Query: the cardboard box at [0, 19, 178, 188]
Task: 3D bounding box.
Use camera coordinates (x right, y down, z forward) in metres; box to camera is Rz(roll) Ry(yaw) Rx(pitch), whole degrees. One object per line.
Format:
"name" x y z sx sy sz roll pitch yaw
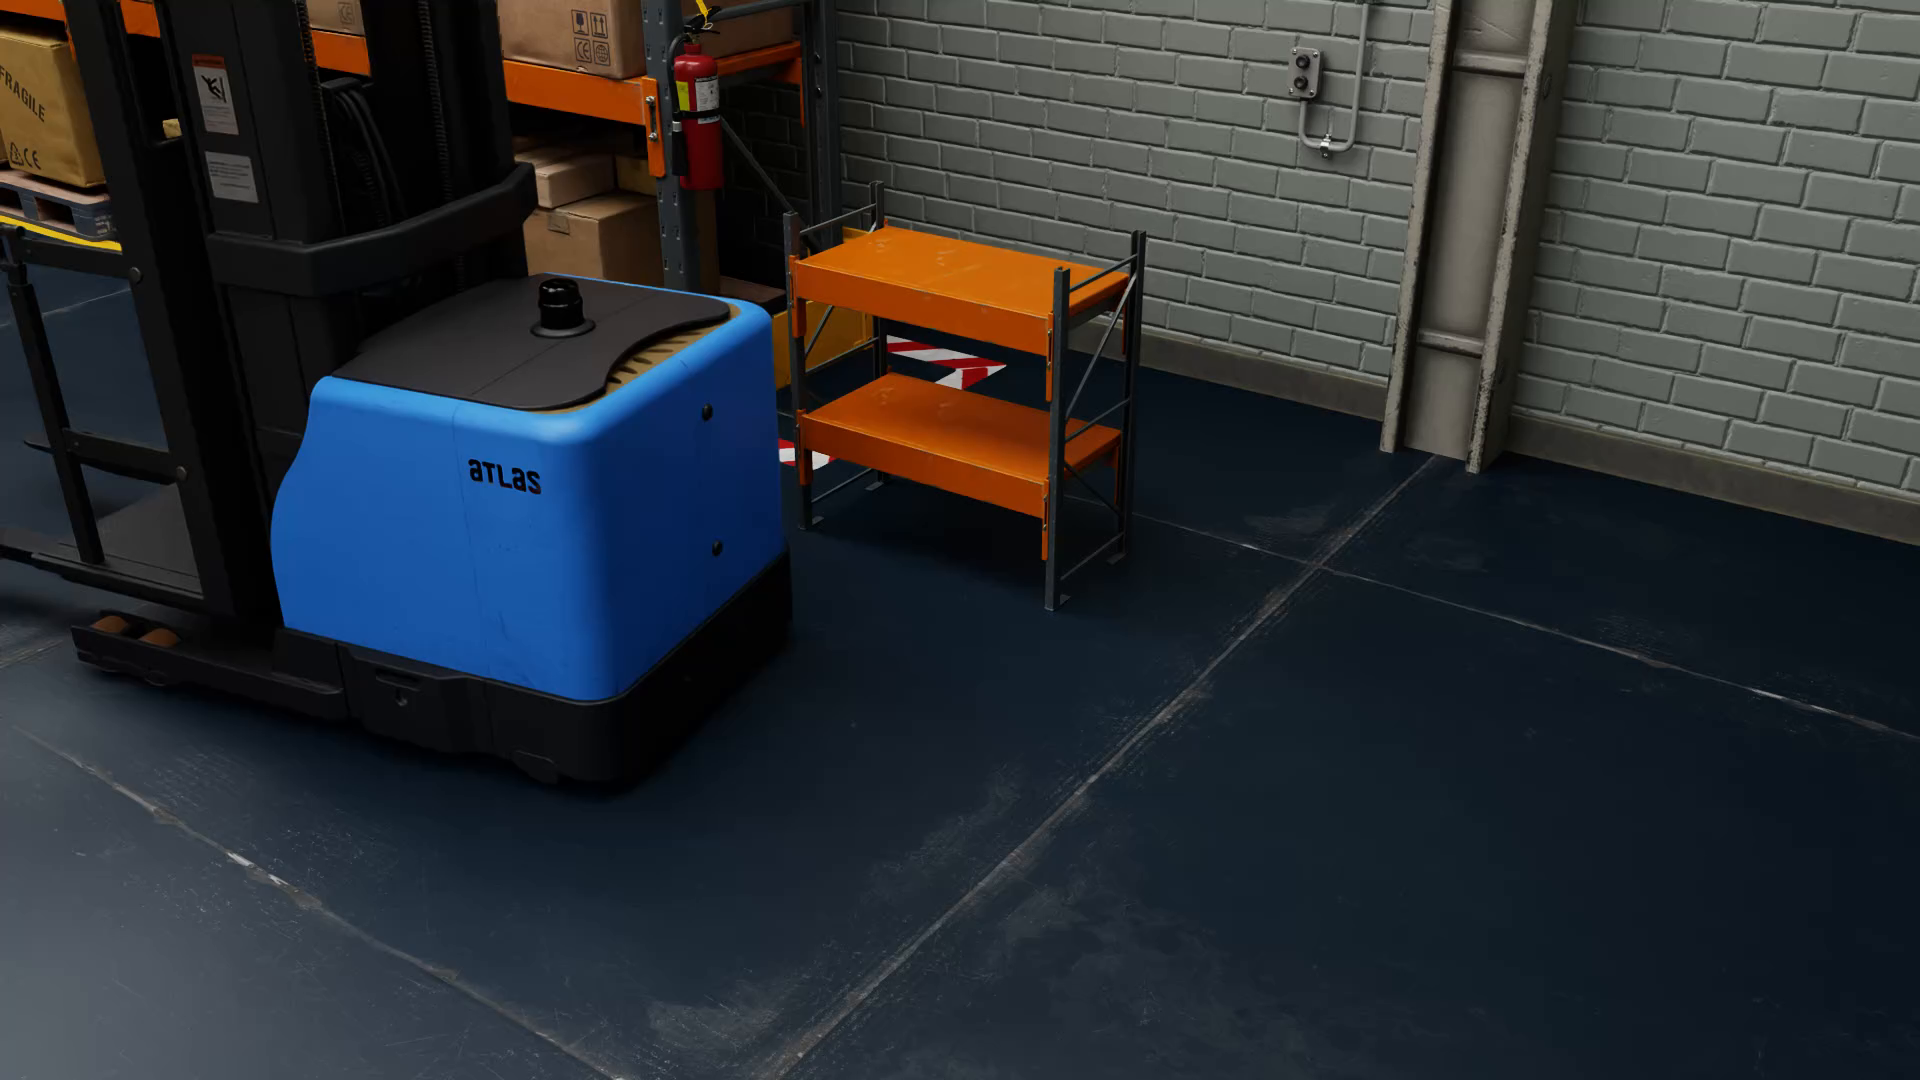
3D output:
"cardboard box" -4.750 -2.437 9.138 0.750 0.750 0.750 18 32 31

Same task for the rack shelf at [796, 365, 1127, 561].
"rack shelf" 0.006 -0.282 5.602 1.000 0.278 0.538 17 32 30

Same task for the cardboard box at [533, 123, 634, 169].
"cardboard box" -1.679 -1.739 7.438 0.250 0.149 0.380 17 32 30

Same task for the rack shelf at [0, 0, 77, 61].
"rack shelf" -5.789 -3.282 9.686 4.000 0.370 1.077 17 32 30

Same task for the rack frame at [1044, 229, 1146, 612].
"rack frame" 0.425 -0.369 5.235 0.032 1.125 0.500 17 32 30

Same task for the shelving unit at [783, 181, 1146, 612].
"shelving unit" 0.006 -0.500 5.491 1.048 1.125 0.538 17 32 30

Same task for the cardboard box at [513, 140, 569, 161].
"cardboard box" -1.897 -1.597 7.159 0.250 0.149 0.380 18 32 32

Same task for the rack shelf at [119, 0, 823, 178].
"rack shelf" -2.492 -2.255 7.667 4.000 0.370 1.077 17 32 30

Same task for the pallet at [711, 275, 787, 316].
"pallet" -1.547 -0.996 7.474 1.213 0.211 1.003 17 32 30

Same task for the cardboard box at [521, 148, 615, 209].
"cardboard box" -1.686 -1.532 7.030 0.250 0.149 0.380 17 31 30

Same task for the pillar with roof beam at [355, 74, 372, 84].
"pillar with roof beam" -5.511 -4.297 4.272 0.400 9.000 9.100 17 32 30

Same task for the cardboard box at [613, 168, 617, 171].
"cardboard box" -1.889 -1.406 7.499 0.500 0.500 0.700 17 32 30

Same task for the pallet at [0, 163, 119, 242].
"pallet" -4.819 -2.017 9.480 1.213 0.211 1.003 17 32 30

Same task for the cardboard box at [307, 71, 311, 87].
"cardboard box" -3.589 -2.333 8.604 0.250 0.149 0.380 17 32 30

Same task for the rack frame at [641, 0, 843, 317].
"rack frame" -0.843 -2.062 6.495 0.127 3.000 1.000 17 32 30

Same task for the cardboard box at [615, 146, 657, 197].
"cardboard box" -1.260 -1.610 7.183 0.250 0.149 0.380 18 32 31

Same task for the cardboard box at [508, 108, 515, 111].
"cardboard box" -2.307 -1.934 7.822 0.250 0.149 0.380 18 32 31

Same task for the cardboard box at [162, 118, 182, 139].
"cardboard box" -3.582 -1.932 8.533 0.500 0.500 0.700 18 32 31

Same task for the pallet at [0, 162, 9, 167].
"pallet" -5.829 -2.330 10.095 1.213 0.211 1.003 17 32 30

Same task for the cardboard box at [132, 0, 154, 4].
"cardboard box" -3.702 -3.078 8.160 0.700 0.700 0.980 18 32 31

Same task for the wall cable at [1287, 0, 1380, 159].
"wall cable" 0.748 -2.540 6.313 1.851 1.984 0.084 17 32 30

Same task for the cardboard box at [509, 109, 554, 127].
"cardboard box" -2.095 -1.869 7.693 0.250 0.149 0.380 18 32 31

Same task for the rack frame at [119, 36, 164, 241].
"rack frame" -4.140 -3.089 8.513 0.127 3.000 1.000 17 32 30

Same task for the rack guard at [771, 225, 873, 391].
"rack guard" -0.823 -0.942 7.050 0.348 0.500 1.175 17 32 30

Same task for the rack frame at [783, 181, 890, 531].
"rack frame" -0.413 -0.630 5.748 0.032 1.125 0.500 17 32 30

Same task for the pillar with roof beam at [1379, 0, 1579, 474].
"pillar with roof beam" -0.565 -2.757 1.245 0.400 9.000 9.100 17 32 30

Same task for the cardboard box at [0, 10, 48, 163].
"cardboard box" -5.484 -2.664 9.585 0.750 0.750 0.750 18 32 32

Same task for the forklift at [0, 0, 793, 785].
"forklift" -2.081 -1.083 4.646 3.031 2.935 1.130 11 29 20

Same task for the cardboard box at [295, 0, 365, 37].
"cardboard box" -2.498 -2.705 7.427 0.700 0.700 0.980 16 31 28

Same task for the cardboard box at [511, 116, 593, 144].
"cardboard box" -1.885 -1.804 7.565 0.250 0.149 0.380 18 32 31

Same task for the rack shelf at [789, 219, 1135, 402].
"rack shelf" 0.006 -0.760 5.359 1.000 0.278 0.538 17 32 30

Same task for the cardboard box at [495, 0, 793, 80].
"cardboard box" -1.269 -2.323 6.677 0.700 0.700 0.980 19 33 33

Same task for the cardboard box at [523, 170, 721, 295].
"cardboard box" -1.477 -1.278 7.247 0.500 0.500 0.700 17 32 30

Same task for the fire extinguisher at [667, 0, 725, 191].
"fire extinguisher" -0.980 -1.650 6.182 0.183 0.674 0.296 17 32 30
